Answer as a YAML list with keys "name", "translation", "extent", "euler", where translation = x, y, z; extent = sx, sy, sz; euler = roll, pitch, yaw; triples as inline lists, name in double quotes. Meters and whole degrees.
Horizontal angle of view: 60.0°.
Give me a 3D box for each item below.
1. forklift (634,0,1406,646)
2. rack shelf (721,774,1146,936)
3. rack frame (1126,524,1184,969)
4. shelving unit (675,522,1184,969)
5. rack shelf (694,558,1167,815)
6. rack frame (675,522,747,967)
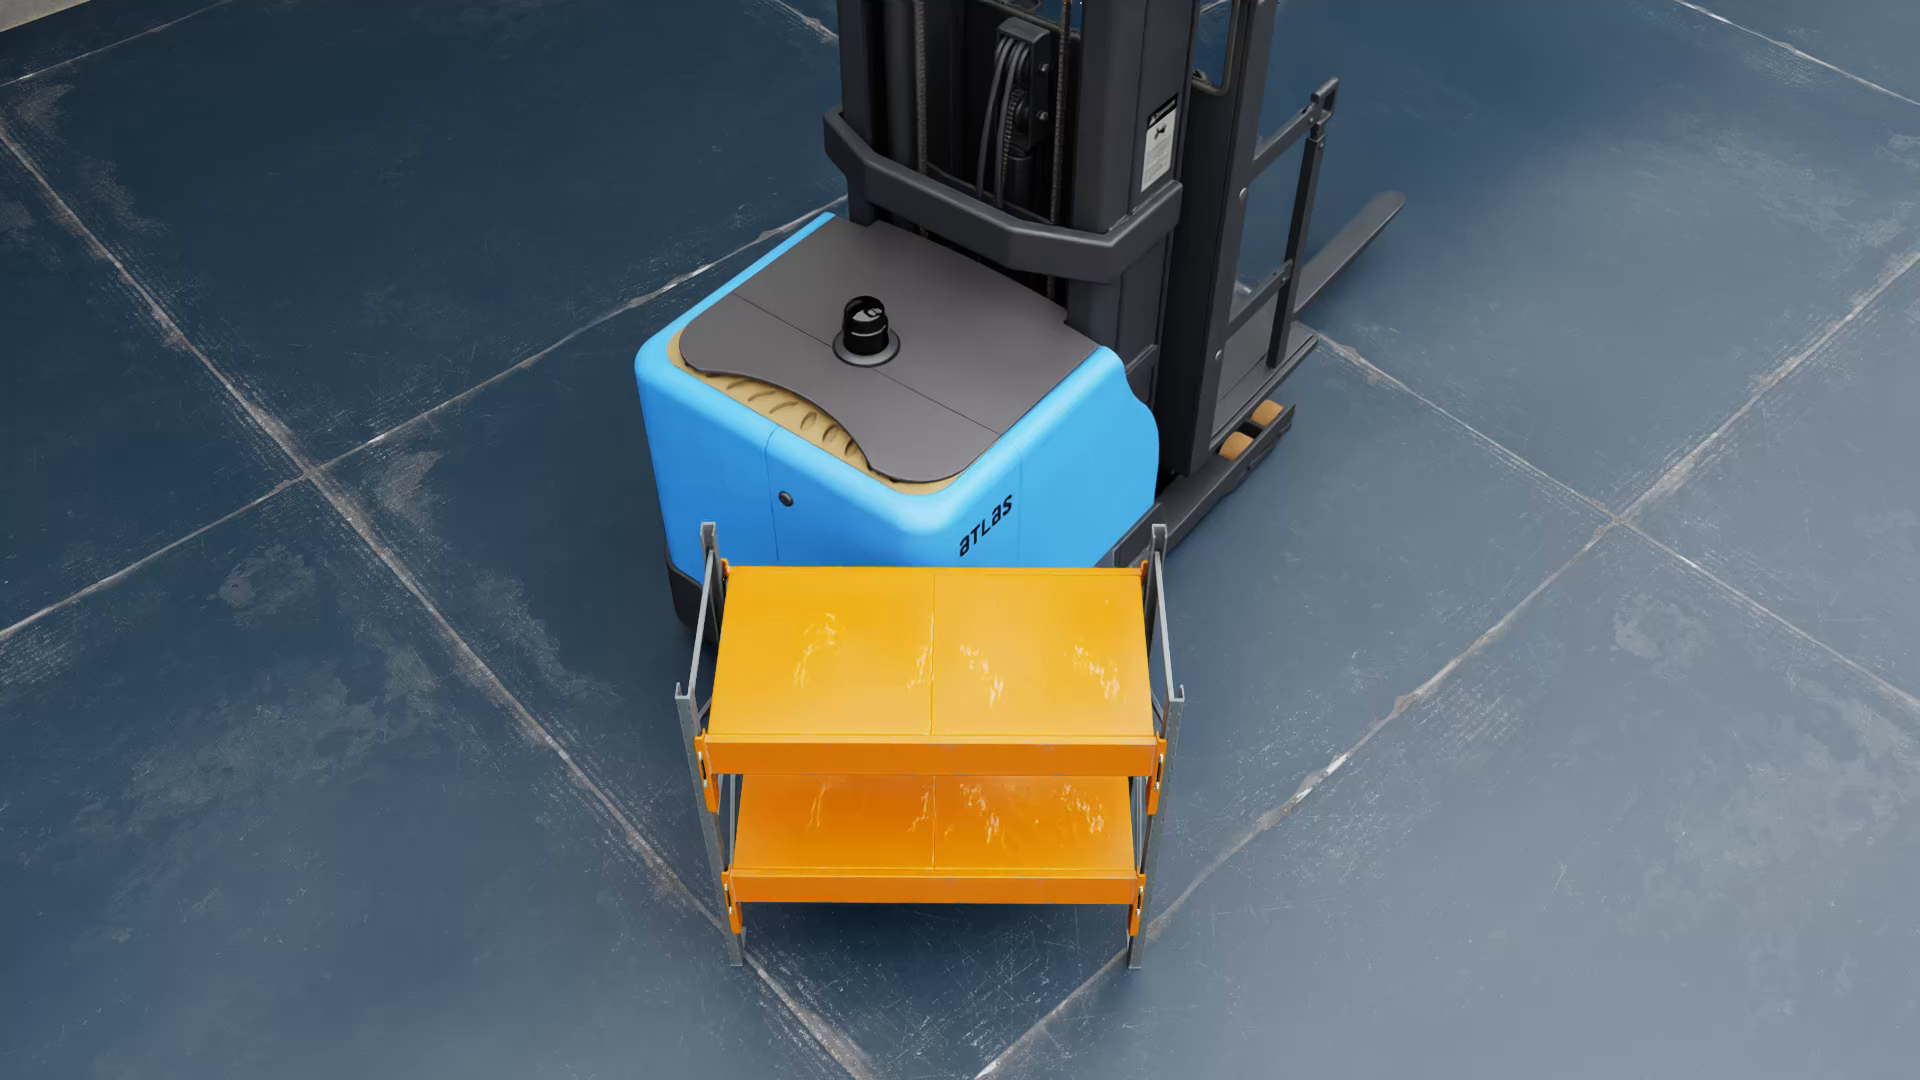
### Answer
- name: "forklift"
  translation: [0.448, -1.383, 4.532]
  extent: [1.130, 2.935, 3.031]
  euler: [30, 54, 25]
- name: "rack shelf"
  translation: [-0.061, 0.692, 4.179]
  extent: [1.000, 0.278, 0.538]
  euler: [0, 47, 0]
- name: "rack frame"
  translation: [0.447, 0.529, 3.997]
  extent: [0.032, 1.125, 0.500]
  euler: [0, 47, 0]
- name: "shelving unit"
  translation: [-0.061, 0.526, 3.999]
  extent: [1.048, 1.125, 0.538]
  euler: [0, 47, 0]
- name: "rack shelf"
  translation: [-0.061, 0.328, 3.784]
  extent: [1.000, 0.278, 0.538]
  euler: [0, 47, 0]
- name: "rack frame"
  translation: [-0.569, 0.524, 4.001]
  extent: [0.032, 1.125, 0.500]
  euler: [0, 47, 0]
